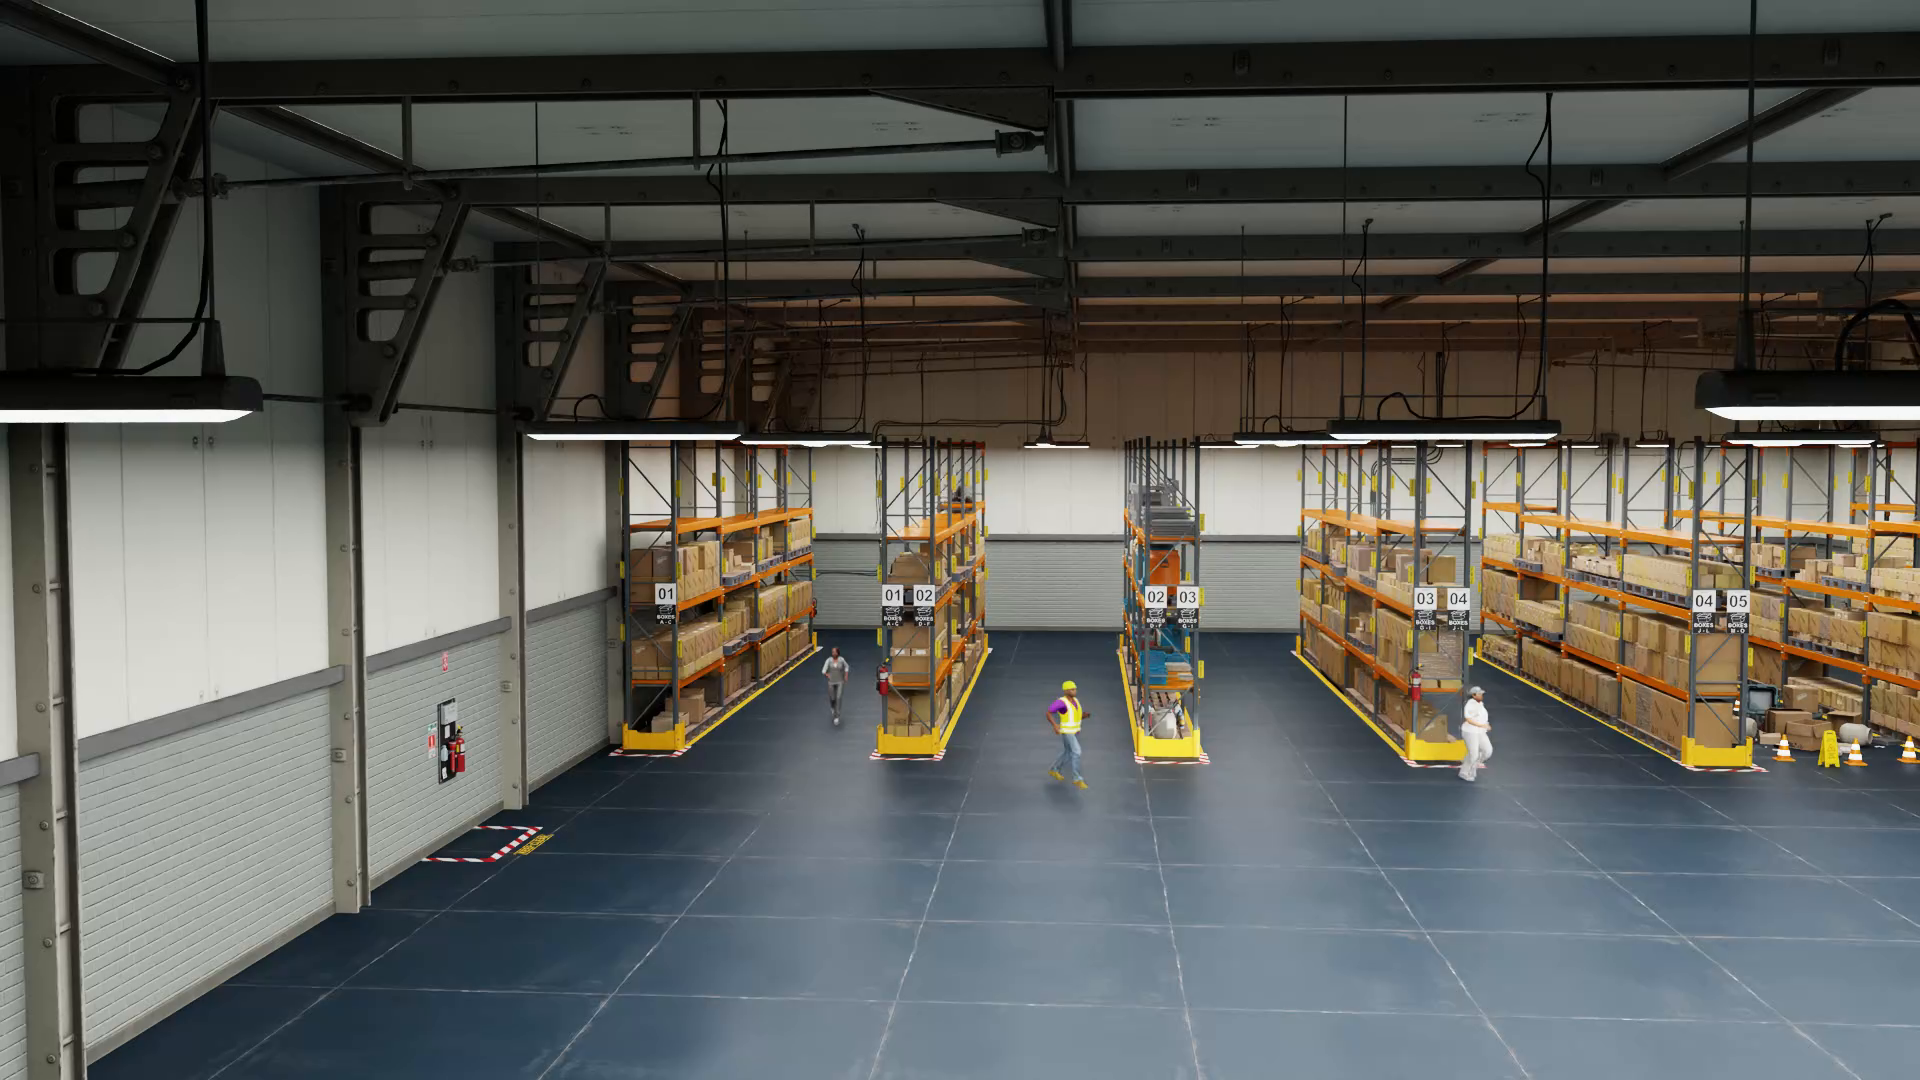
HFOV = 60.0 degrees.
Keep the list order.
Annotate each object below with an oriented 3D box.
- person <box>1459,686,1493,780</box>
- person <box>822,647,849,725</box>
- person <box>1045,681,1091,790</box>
[{"bbox_3d":[8.991,3.360,28.891,0.597,1.622,0.631,3,4,44],"label":"person"},{"bbox_3d":[-2.626,3.045,35.085,0.559,1.609,0.857,0,3,-3],"label":"person"},{"bbox_3d":[1.869,3.307,28.350,0.868,1.809,0.685,2,4,32],"label":"person"}]
